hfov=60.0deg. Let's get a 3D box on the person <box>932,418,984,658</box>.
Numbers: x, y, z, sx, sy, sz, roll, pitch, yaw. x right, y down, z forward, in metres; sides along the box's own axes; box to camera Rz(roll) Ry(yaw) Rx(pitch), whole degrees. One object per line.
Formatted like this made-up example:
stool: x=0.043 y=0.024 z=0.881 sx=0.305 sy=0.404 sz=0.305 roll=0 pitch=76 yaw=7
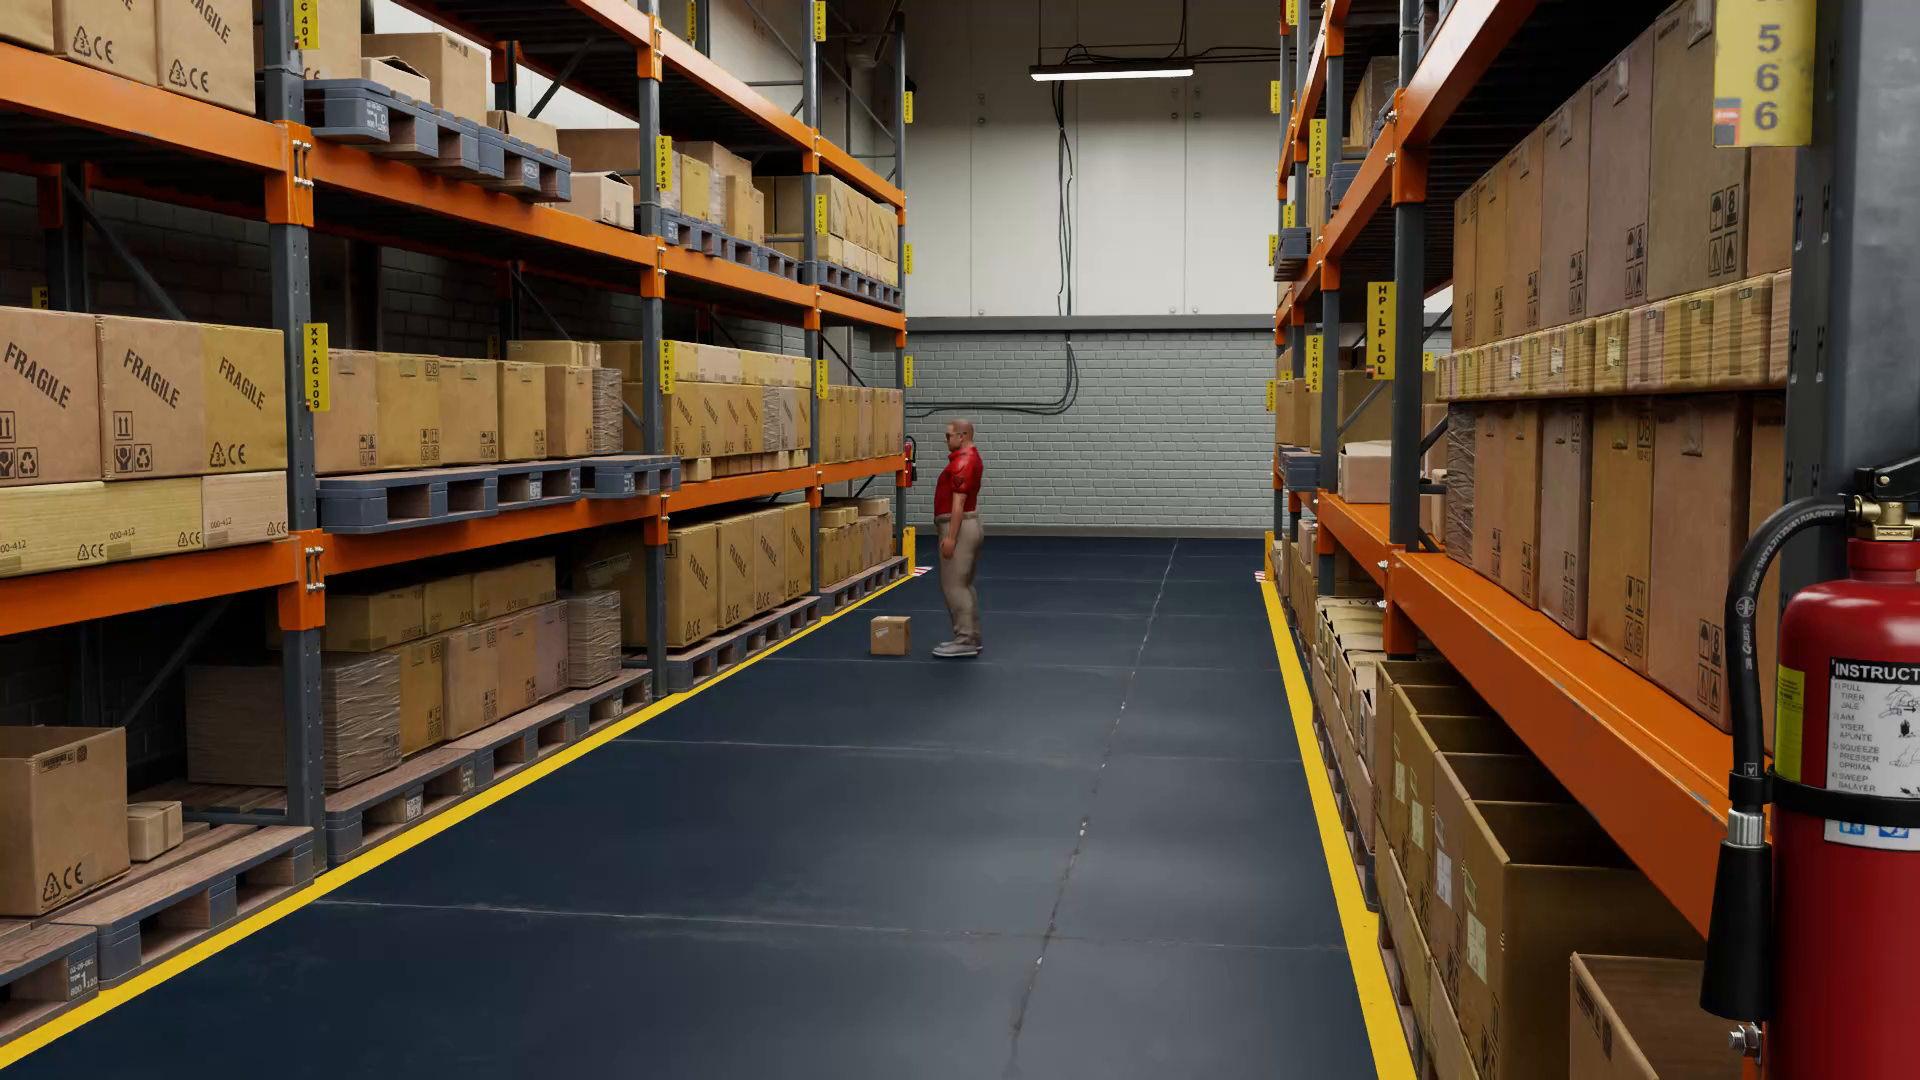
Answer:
person: x=-0.022 y=-0.021 z=12.079 sx=0.360 sy=1.722 sz=0.528 roll=1 pitch=5 yaw=10
